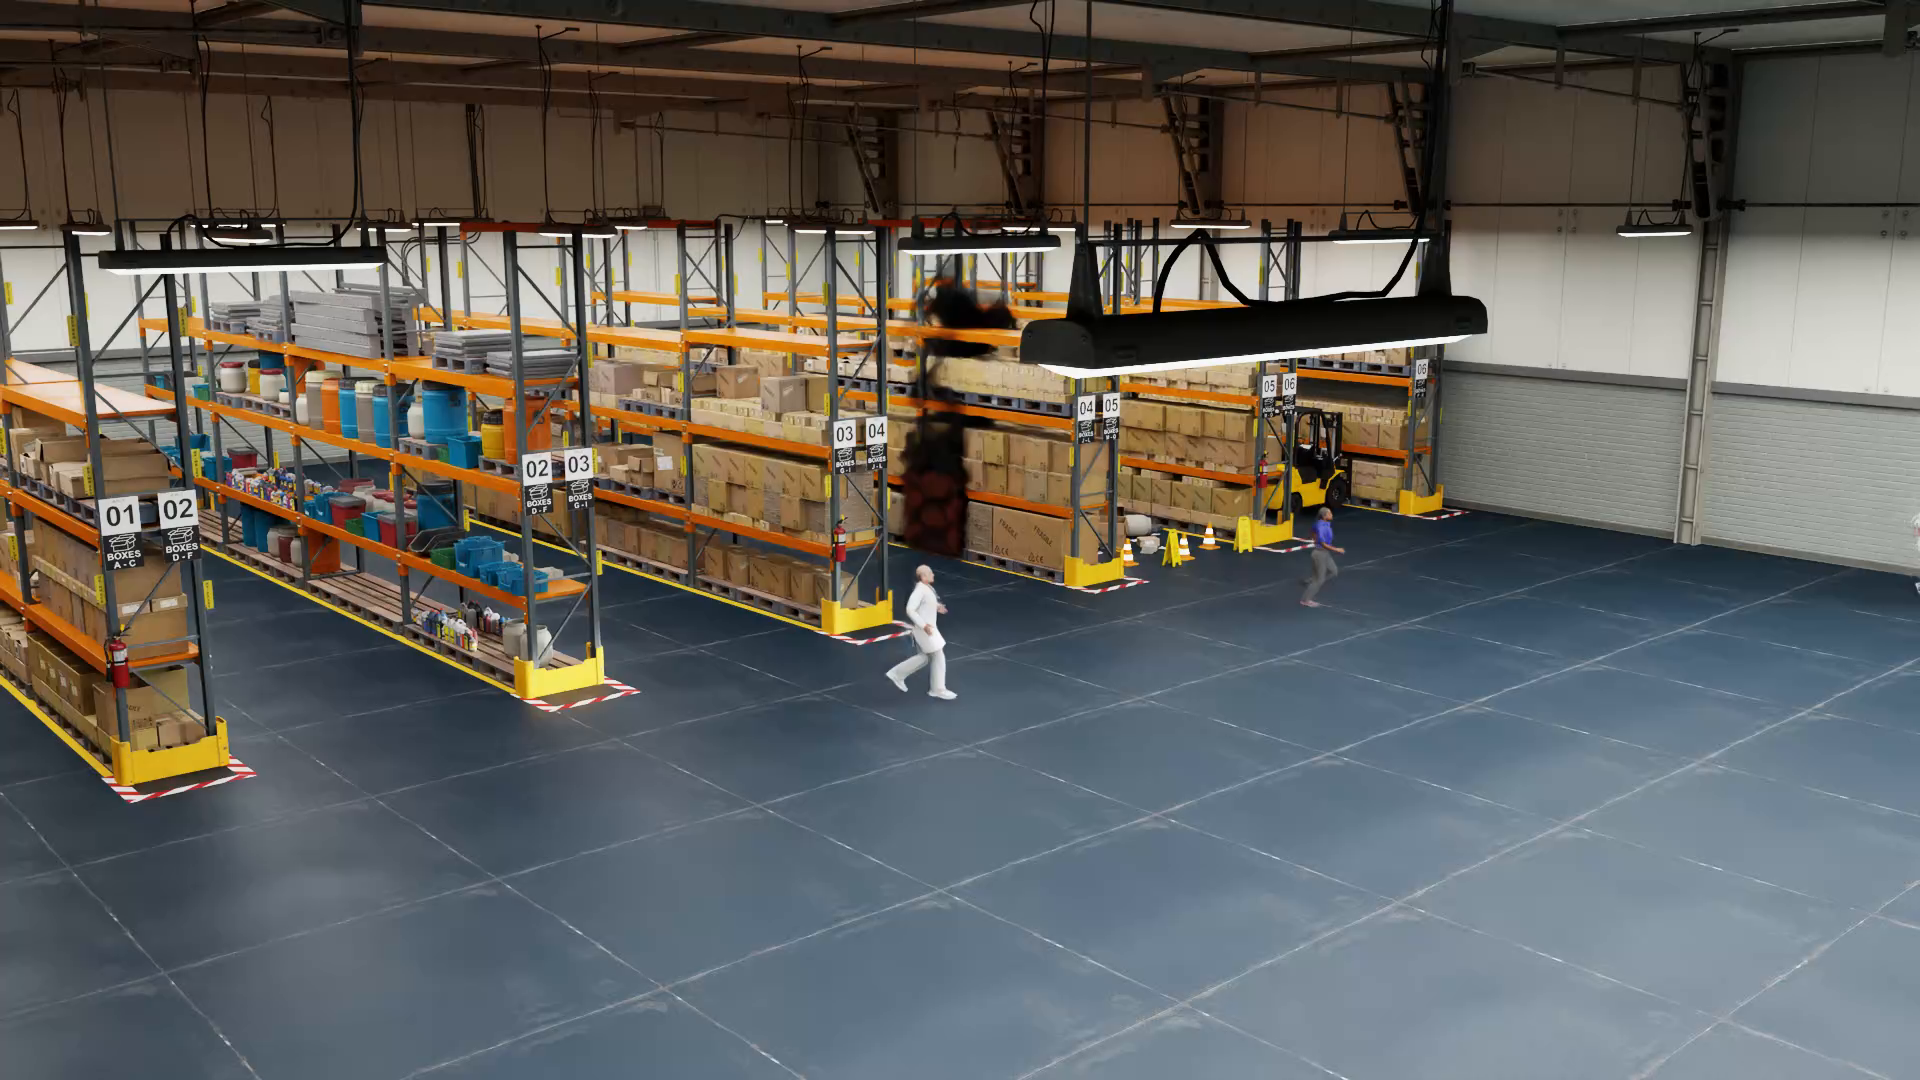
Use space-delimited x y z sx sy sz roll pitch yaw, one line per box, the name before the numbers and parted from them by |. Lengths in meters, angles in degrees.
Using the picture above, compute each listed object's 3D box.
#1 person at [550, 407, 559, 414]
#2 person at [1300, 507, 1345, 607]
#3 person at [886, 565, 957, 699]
person | -9.851 -2.434 39.885 0.788 1.590 0.702 0 11 0
person | 5.801 0.299 26.547 0.669 1.527 0.607 3 12 13
person | -0.503 1.192 21.525 0.928 1.784 0.699 -1 11 -5
